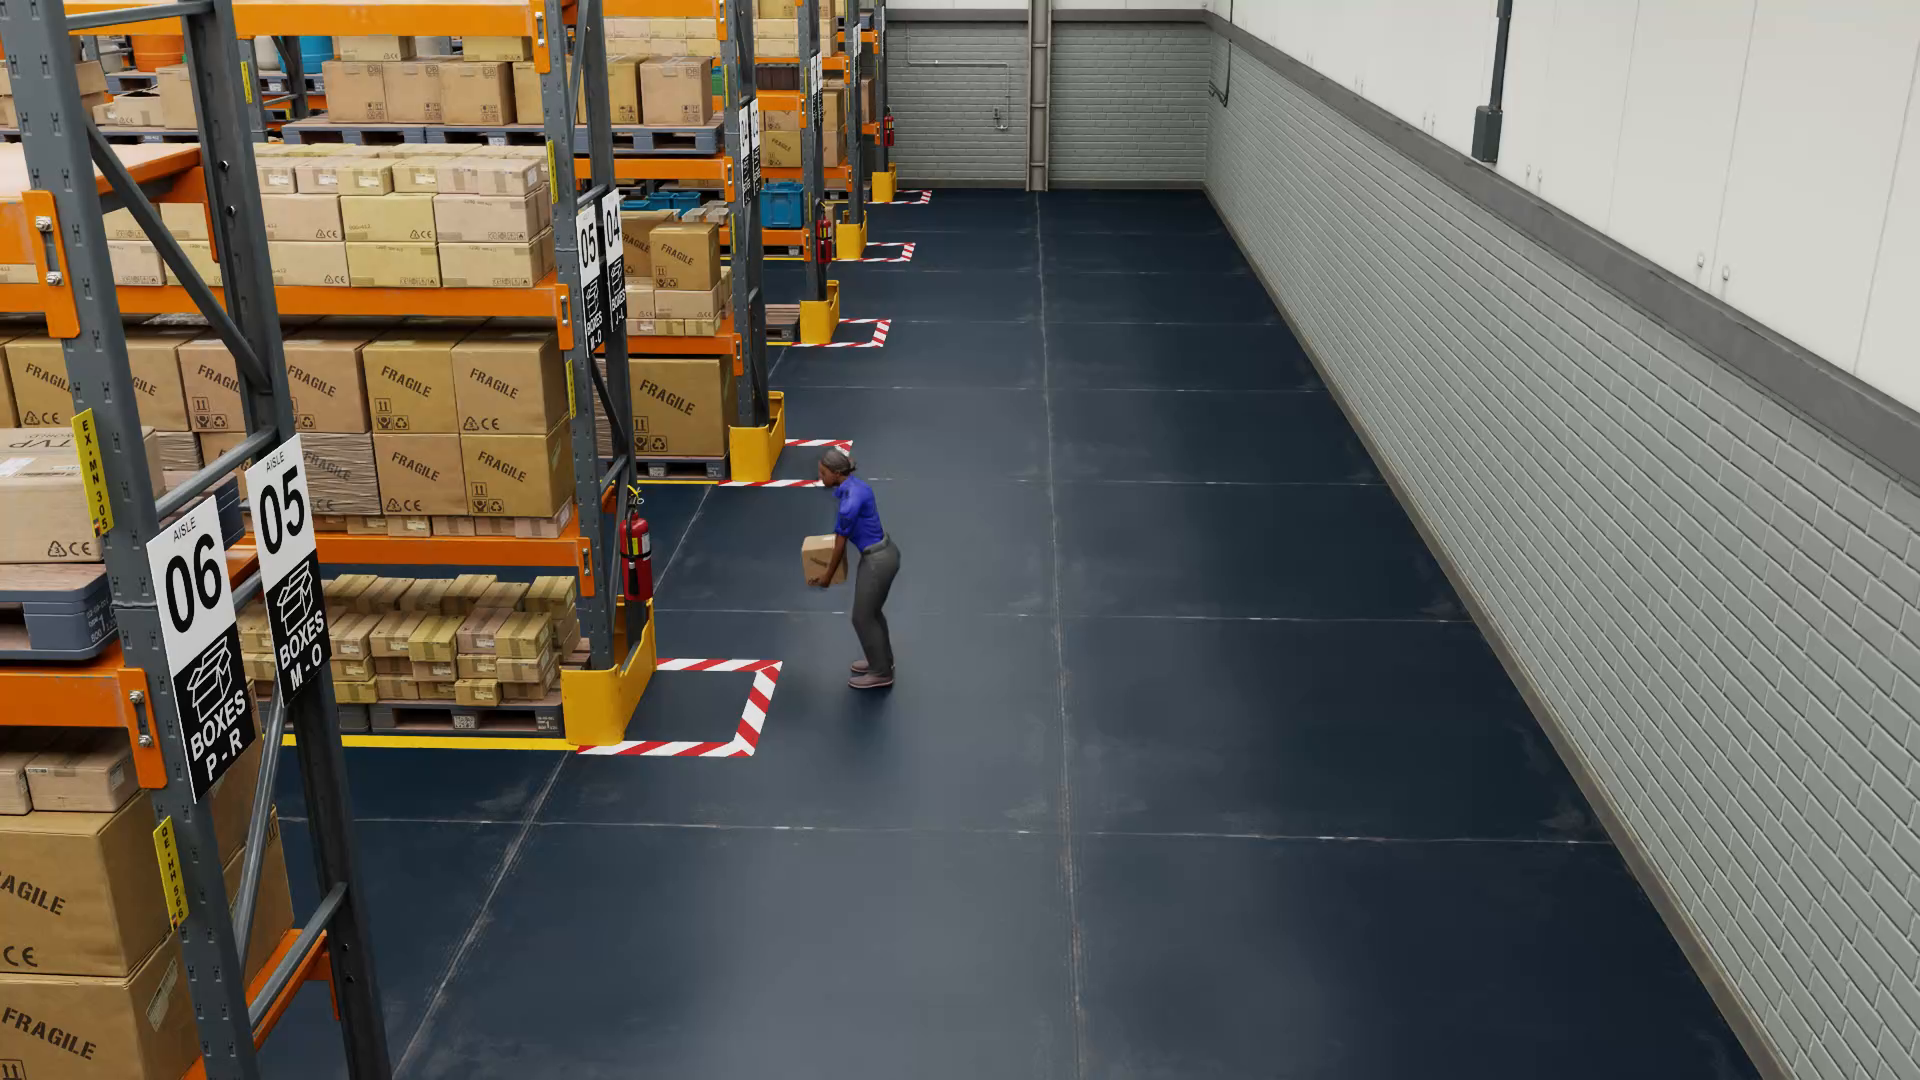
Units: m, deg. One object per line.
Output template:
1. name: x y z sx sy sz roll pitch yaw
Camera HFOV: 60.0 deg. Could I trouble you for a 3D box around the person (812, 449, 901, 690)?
1. person: -0.666 0.173 10.731 0.562 1.599 0.413 0 21 1
